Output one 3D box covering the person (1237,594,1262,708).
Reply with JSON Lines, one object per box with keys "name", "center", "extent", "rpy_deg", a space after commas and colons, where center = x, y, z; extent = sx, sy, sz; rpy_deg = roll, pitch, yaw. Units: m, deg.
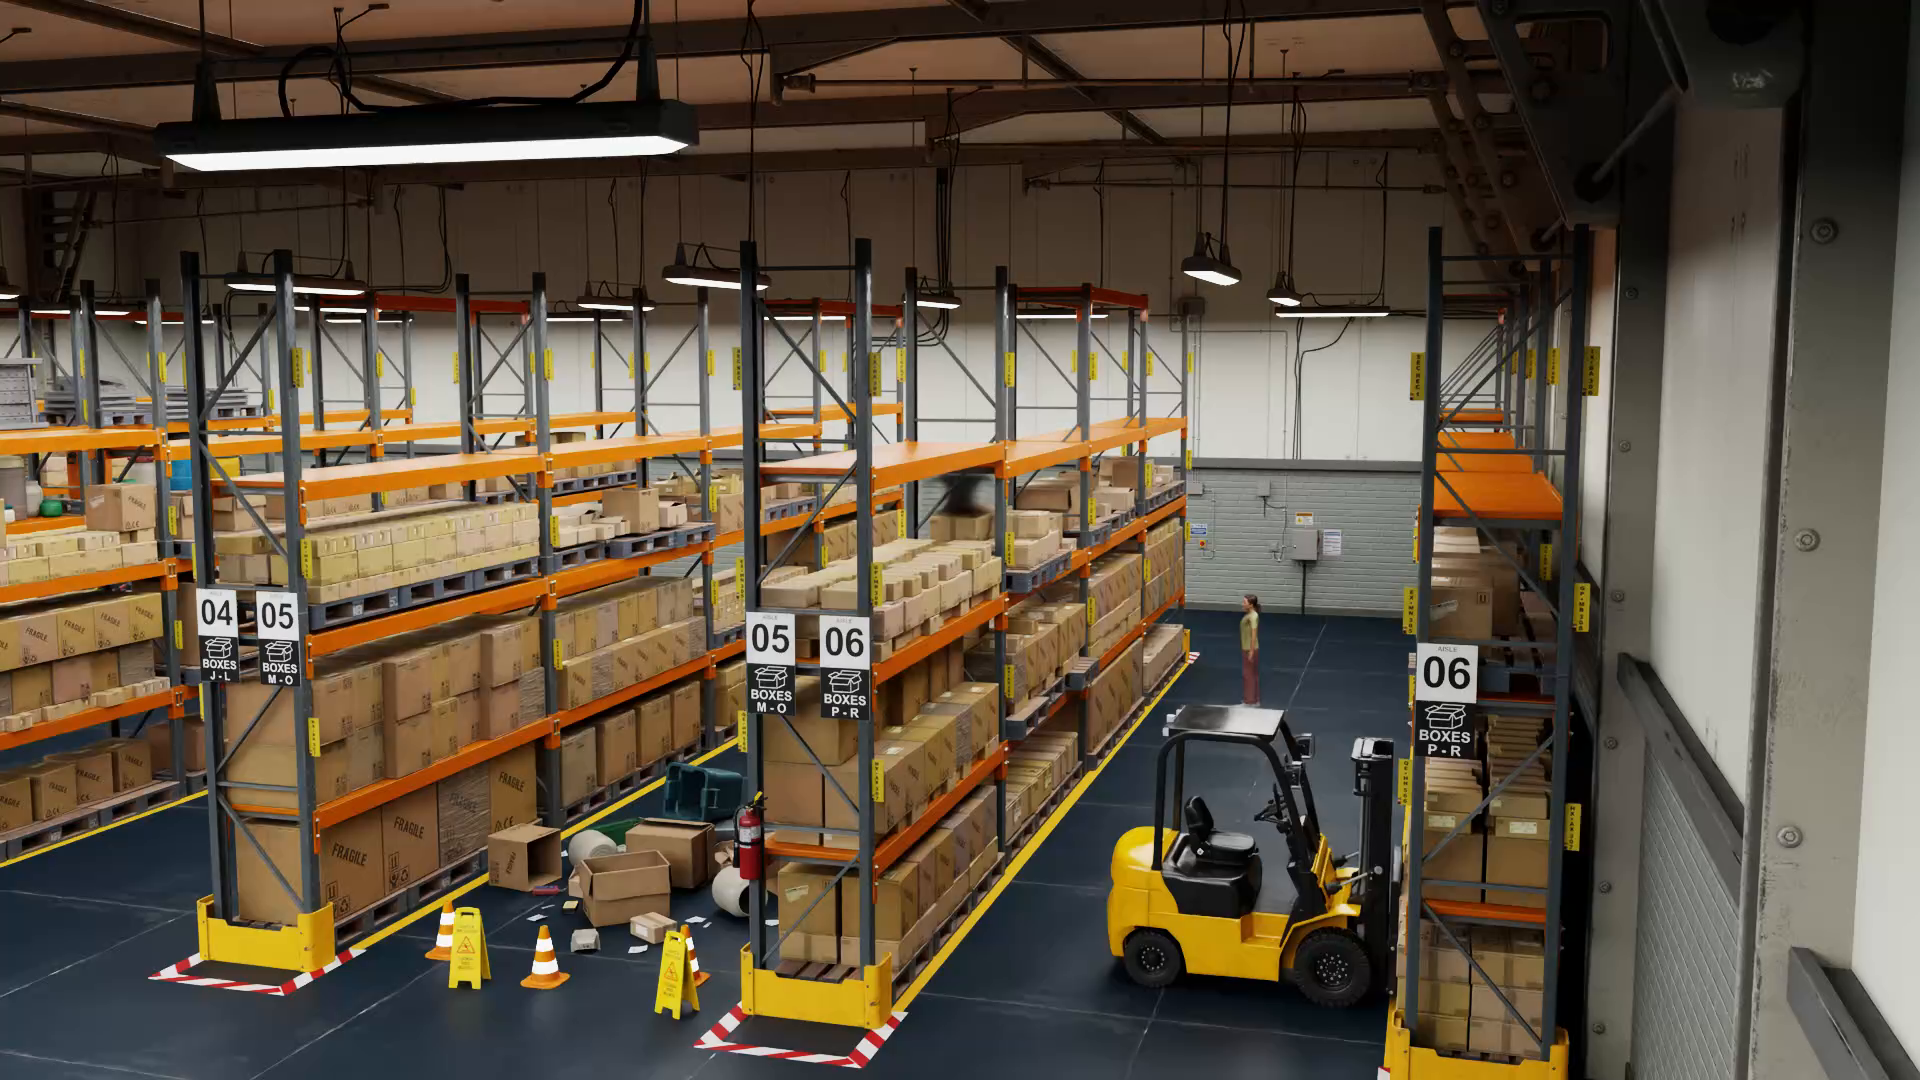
{"name": "person", "center": [4.225, 1.615, 24.286], "extent": [0.351, 1.678, 0.515], "rpy_deg": [1, 7, 12]}
